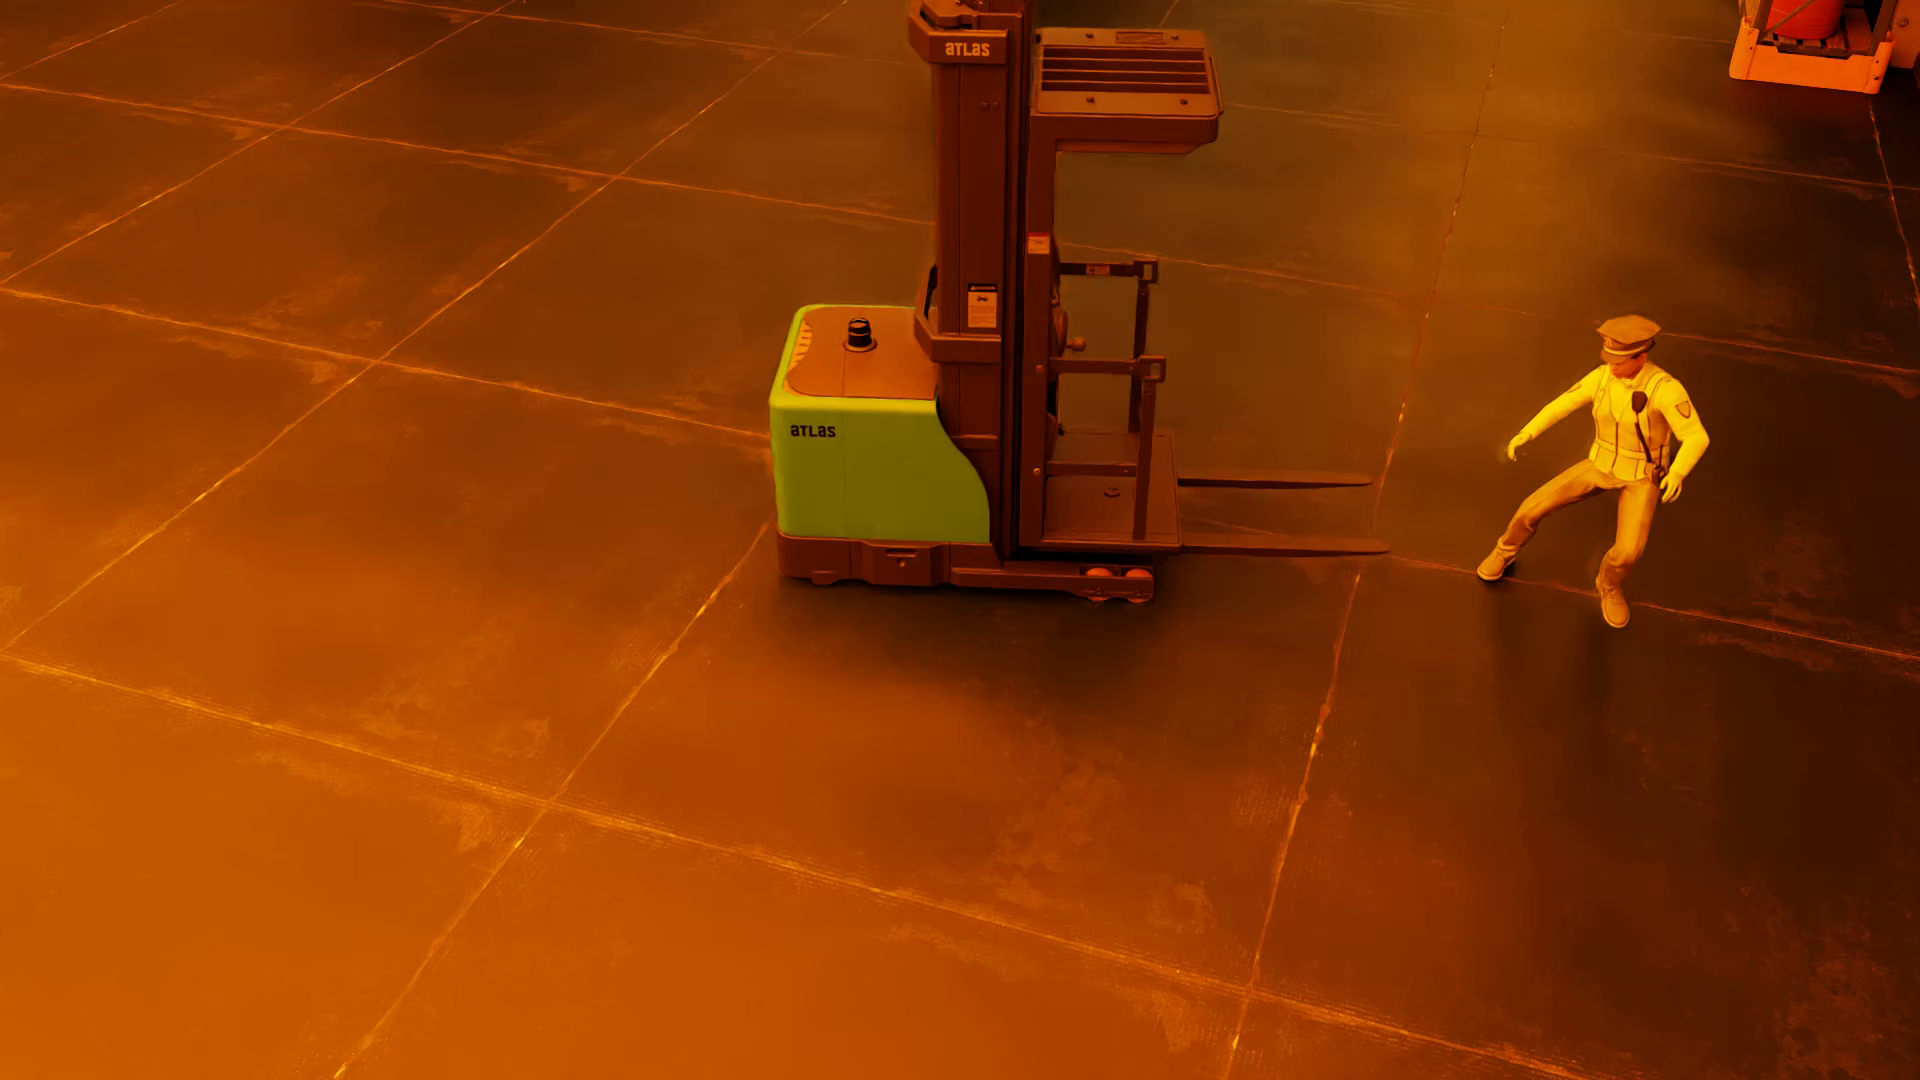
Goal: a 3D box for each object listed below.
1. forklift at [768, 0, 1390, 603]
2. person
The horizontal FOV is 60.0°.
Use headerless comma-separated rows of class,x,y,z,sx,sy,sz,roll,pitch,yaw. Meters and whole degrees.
forklift,0.627,-1.204,7.809,3.031,2.935,1.130,2,35,3
person,2.993,-0.298,7.791,0.696,1.468,0.894,-24,42,-30
